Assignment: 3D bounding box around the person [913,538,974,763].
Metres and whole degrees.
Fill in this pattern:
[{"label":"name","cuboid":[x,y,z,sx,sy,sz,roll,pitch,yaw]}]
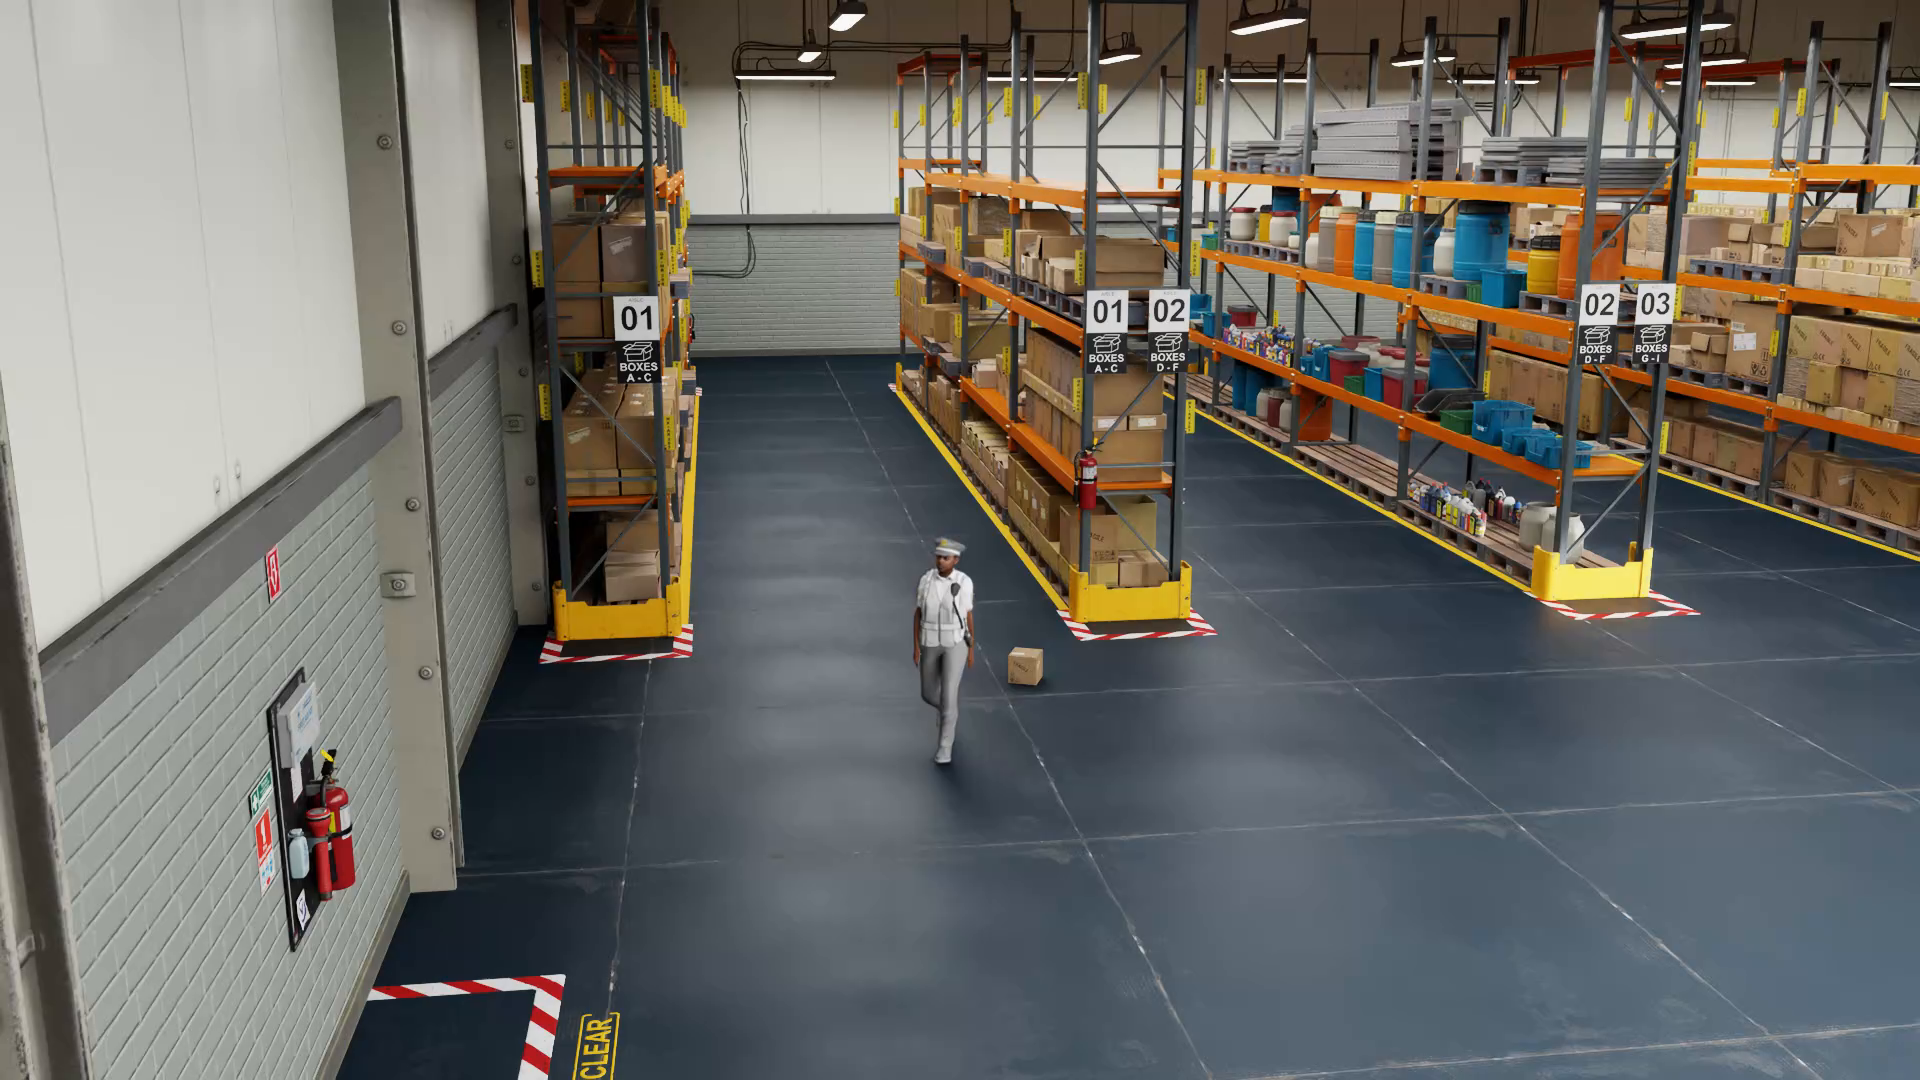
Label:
[{"label":"person","cuboid":[-0.123,0.776,12.595,0.449,1.654,0.823,4,14,15]}]
